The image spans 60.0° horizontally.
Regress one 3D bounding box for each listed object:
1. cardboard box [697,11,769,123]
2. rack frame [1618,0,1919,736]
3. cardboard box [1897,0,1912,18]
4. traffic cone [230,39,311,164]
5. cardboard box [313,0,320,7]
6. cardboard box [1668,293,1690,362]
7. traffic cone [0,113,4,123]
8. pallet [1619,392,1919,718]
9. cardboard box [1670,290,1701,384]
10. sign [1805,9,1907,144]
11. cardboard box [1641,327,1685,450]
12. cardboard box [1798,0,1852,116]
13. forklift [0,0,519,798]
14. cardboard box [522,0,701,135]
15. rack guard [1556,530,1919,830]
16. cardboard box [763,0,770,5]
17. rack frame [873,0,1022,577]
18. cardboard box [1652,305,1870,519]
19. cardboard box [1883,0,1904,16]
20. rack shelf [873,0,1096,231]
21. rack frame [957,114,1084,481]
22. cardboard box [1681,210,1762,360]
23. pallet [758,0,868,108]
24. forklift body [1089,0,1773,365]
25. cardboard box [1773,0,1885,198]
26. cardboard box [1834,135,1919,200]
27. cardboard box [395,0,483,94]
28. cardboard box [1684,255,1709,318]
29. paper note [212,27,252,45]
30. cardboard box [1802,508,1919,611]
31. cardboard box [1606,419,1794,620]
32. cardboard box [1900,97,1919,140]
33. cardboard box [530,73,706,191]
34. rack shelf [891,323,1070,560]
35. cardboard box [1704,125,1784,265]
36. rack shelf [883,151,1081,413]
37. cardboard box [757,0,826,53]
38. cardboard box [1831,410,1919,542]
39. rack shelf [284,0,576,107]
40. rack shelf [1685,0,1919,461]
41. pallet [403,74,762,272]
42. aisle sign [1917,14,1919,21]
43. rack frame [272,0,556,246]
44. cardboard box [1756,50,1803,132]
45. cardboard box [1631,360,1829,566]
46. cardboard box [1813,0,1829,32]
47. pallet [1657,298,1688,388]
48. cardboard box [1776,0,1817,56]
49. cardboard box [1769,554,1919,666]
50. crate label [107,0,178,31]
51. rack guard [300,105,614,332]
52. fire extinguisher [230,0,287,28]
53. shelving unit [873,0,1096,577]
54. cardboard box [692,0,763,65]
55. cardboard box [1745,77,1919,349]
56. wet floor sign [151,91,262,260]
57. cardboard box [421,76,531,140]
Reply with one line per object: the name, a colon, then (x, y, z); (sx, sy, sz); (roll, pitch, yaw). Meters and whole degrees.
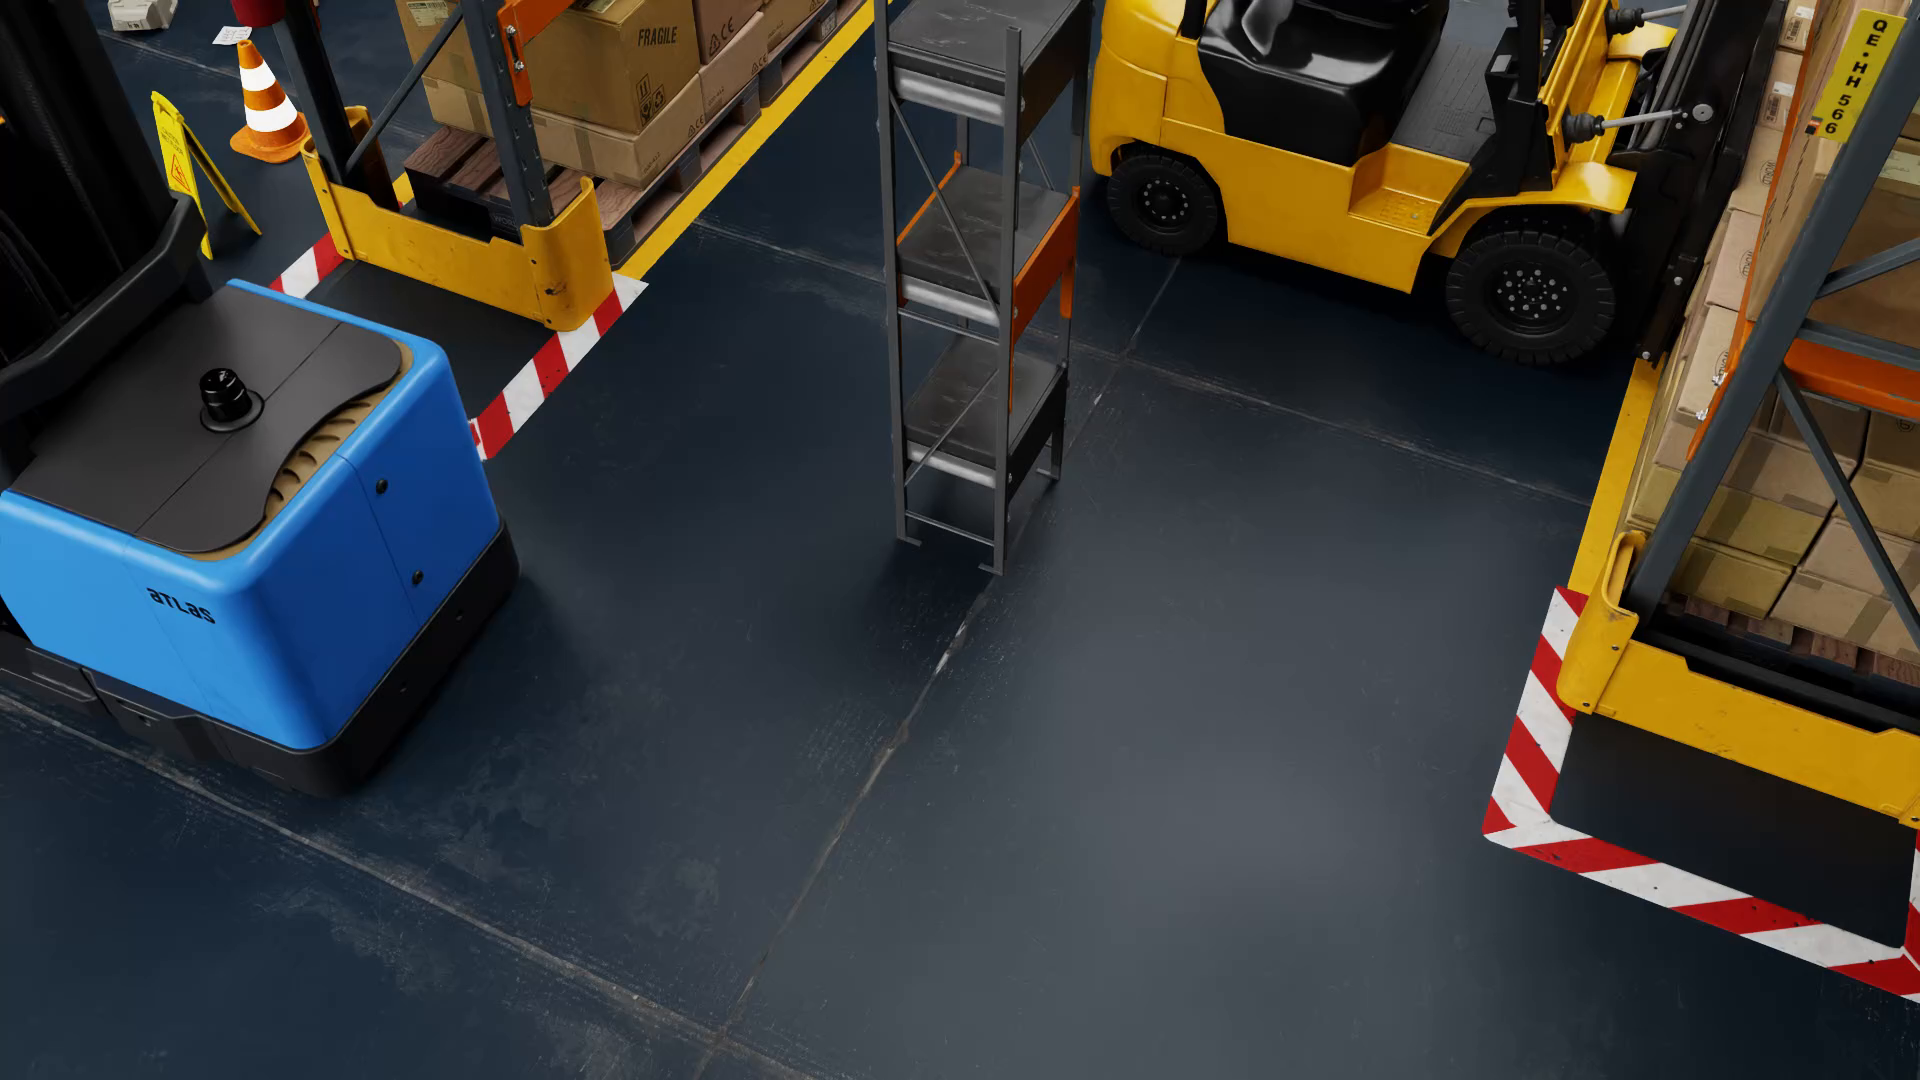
cardboard box: (-1.166, -2.075, 7.076); (0.500, 0.250, 0.500); (22, 53, 17)
rack frame: (2.504, -0.403, 4.124); (1.000, 3.000, 0.127); (20, 52, 16)
cardboard box: (2.544, -1.238, 4.147); (0.380, 0.149, 0.250); (20, 52, 16)
traffic cone: (-2.968, -1.910, 7.071); (0.336, 0.463, 0.334); (20, 52, 16)
cardboard box: (-3.252, -2.651, 7.908); (0.250, 0.149, 0.380); (-28, 55, -22)
cardboard box: (2.862, -0.756, 5.953); (0.500, 0.250, 0.500); (20, 53, 16)
traffic cone: (-4.117, -2.037, 7.179); (0.336, 0.463, 0.334); (20, 52, 16)
pallet: (2.793, -0.040, 5.645); (1.003, 0.211, 1.213); (20, 52, 16)
cardboard box: (2.653, -0.589, 5.483); (0.500, 0.250, 0.500); (19, 52, 16)
sign: (2.019, -1.042, 3.751); (0.100, 0.325, 0.005); (20, 52, 16)
cardboard box: (2.640, -0.414, 5.663); (0.500, 0.250, 0.500); (20, 52, 16)
cardboard box: (2.925, -1.567, 5.048); (0.500, 0.500, 0.500); (19, 52, 15)
forklift: (-3.041, -0.920, 4.609); (3.031, 2.935, 1.130); (18, 52, 15)
cardboard box: (-1.381, -1.986, 6.508); (0.500, 0.500, 0.500); (18, 52, 15)
rack guard: (2.494, 0.423, 5.062); (1.175, 0.500, 0.348); (20, 52, 16)
cardboard box: (-0.940, -2.690, 7.107); (0.500, 0.500, 0.500); (21, 53, 17)
rack frame: (-0.034, -0.626, 4.904); (0.400, 2.100, 0.015); (20, 52, 16)
cardboard box: (2.419, -0.391, 4.986); (0.500, 0.250, 0.500); (21, 53, 17)
cardboard box: (2.631, -1.427, 4.307); (0.380, 0.149, 0.250); (21, 53, 17)
rack shelf: (0.071, -1.239, 4.525); (0.431, 0.518, 0.480); (20, 52, 16)
rack frame: (0.175, -0.962, 5.190); (0.400, 2.100, 0.015); (20, 52, 16)
cardboard box: (2.631, -0.745, 5.287); (0.500, 0.250, 0.500); (21, 53, 17)
pallet: (-1.052, -2.550, 7.781); (1.003, 0.211, 1.213); (20, 52, 16)
forklift body: (1.664, -2.028, 6.063); (2.313, 2.155, 1.214); (20, 52, 16)
cardboard box: (2.707, -1.214, 4.748); (0.500, 0.500, 0.500); (21, 53, 17)
cardboard box: (2.399, -0.976, 4.119); (0.380, 0.149, 0.250); (21, 53, 17)
cardboard box: (-1.879, -2.140, 6.639); (0.500, 0.500, 0.500); (20, 53, 16)
cardboard box: (2.855, -0.952, 5.792); (0.500, 0.250, 0.500); (19, 52, 15)
paper note: (-3.382, -2.352, 7.731); (0.148, 0.019, 0.142); (4, 50, 3)
cardboard box: (2.893, -0.067, 5.039); (0.500, 0.250, 0.500); (21, 53, 17)
cardboard box: (2.419, -0.075, 5.374); (0.500, 0.250, 0.500); (20, 53, 16)
cardboard box: (2.466, -1.058, 3.994); (0.380, 0.149, 0.250); (20, 52, 16)
cardboard box: (-1.391, -1.726, 6.779); (0.500, 0.250, 0.500); (19, 52, 16)
rack shelf: (0.071, -0.332, 5.591); (0.431, 0.518, 0.480); (20, 52, 16)
cardboard box: (2.838, -1.095, 5.586); (0.500, 0.250, 0.500); (20, 53, 17)
rack shelf: (0.071, -0.786, 5.058); (0.431, 0.518, 0.480); (20, 52, 16)
cardboard box: (-0.944, -2.455, 7.399); (0.500, 0.250, 0.500); (23, 53, 18)
cardboard box: (2.880, -0.242, 4.859); (0.500, 0.250, 0.500); (19, 52, 16)
rack shelf: (-1.131, -3.160, 6.942); (1.077, 0.370, 4.000); (20, 52, 16)
rack shelf: (3.358, -1.547, 5.570); (1.077, 0.370, 4.000); (20, 52, 16)
pallet: (-1.574, -1.712, 7.069); (1.003, 0.211, 1.213); (20, 52, 16)
aisle sign: (2.210, -1.296, 3.176); (0.394, 0.787, 0.004); (20, 52, 16)
rack frame: (-1.986, -2.016, 5.496); (1.000, 3.000, 0.127); (20, 52, 16)
cardboard box: (3.061, -1.442, 5.880); (0.500, 0.250, 0.500); (19, 52, 15)
cardboard box: (2.429, -0.247, 5.192); (0.500, 0.250, 0.500); (19, 52, 16)
cardboard box: (3.130, -1.917, 5.346); (0.500, 0.500, 0.500); (20, 53, 16)
pallet: (3.315, -0.877, 6.358); (1.003, 0.211, 1.213); (20, 52, 16)
cardboard box: (3.293, -1.801, 6.186); (0.500, 0.250, 0.500); (21, 53, 17)
cardboard box: (2.890, 0.077, 5.245); (0.500, 0.250, 0.500); (20, 52, 16)
crate label: (-3.837, -2.493, 7.781); (0.250, 0.136, 0.298); (-4, 50, -3)
rack guard: (-1.953, -1.258, 6.492); (1.175, 0.500, 0.348); (20, 52, 16)
fire extinguisher: (-2.451, -2.062, 5.586); (0.296, 0.674, 0.183); (20, 52, 16)
shelving unit: (0.071, -0.794, 5.047); (0.431, 2.100, 0.503); (20, 52, 16)
cardboard box: (-1.162, -2.347, 6.815); (0.500, 0.500, 0.500); (18, 52, 15)
cardboard box: (2.477, -0.860, 4.447); (0.500, 0.500, 0.500); (19, 52, 15)
wet floor sign: (-3.034, -1.470, 6.577); (0.232, 0.644, 0.267); (-37, 59, -27)
cardboard box: (-1.873, -1.922, 6.945); (0.500, 0.250, 0.500); (20, 52, 16)
